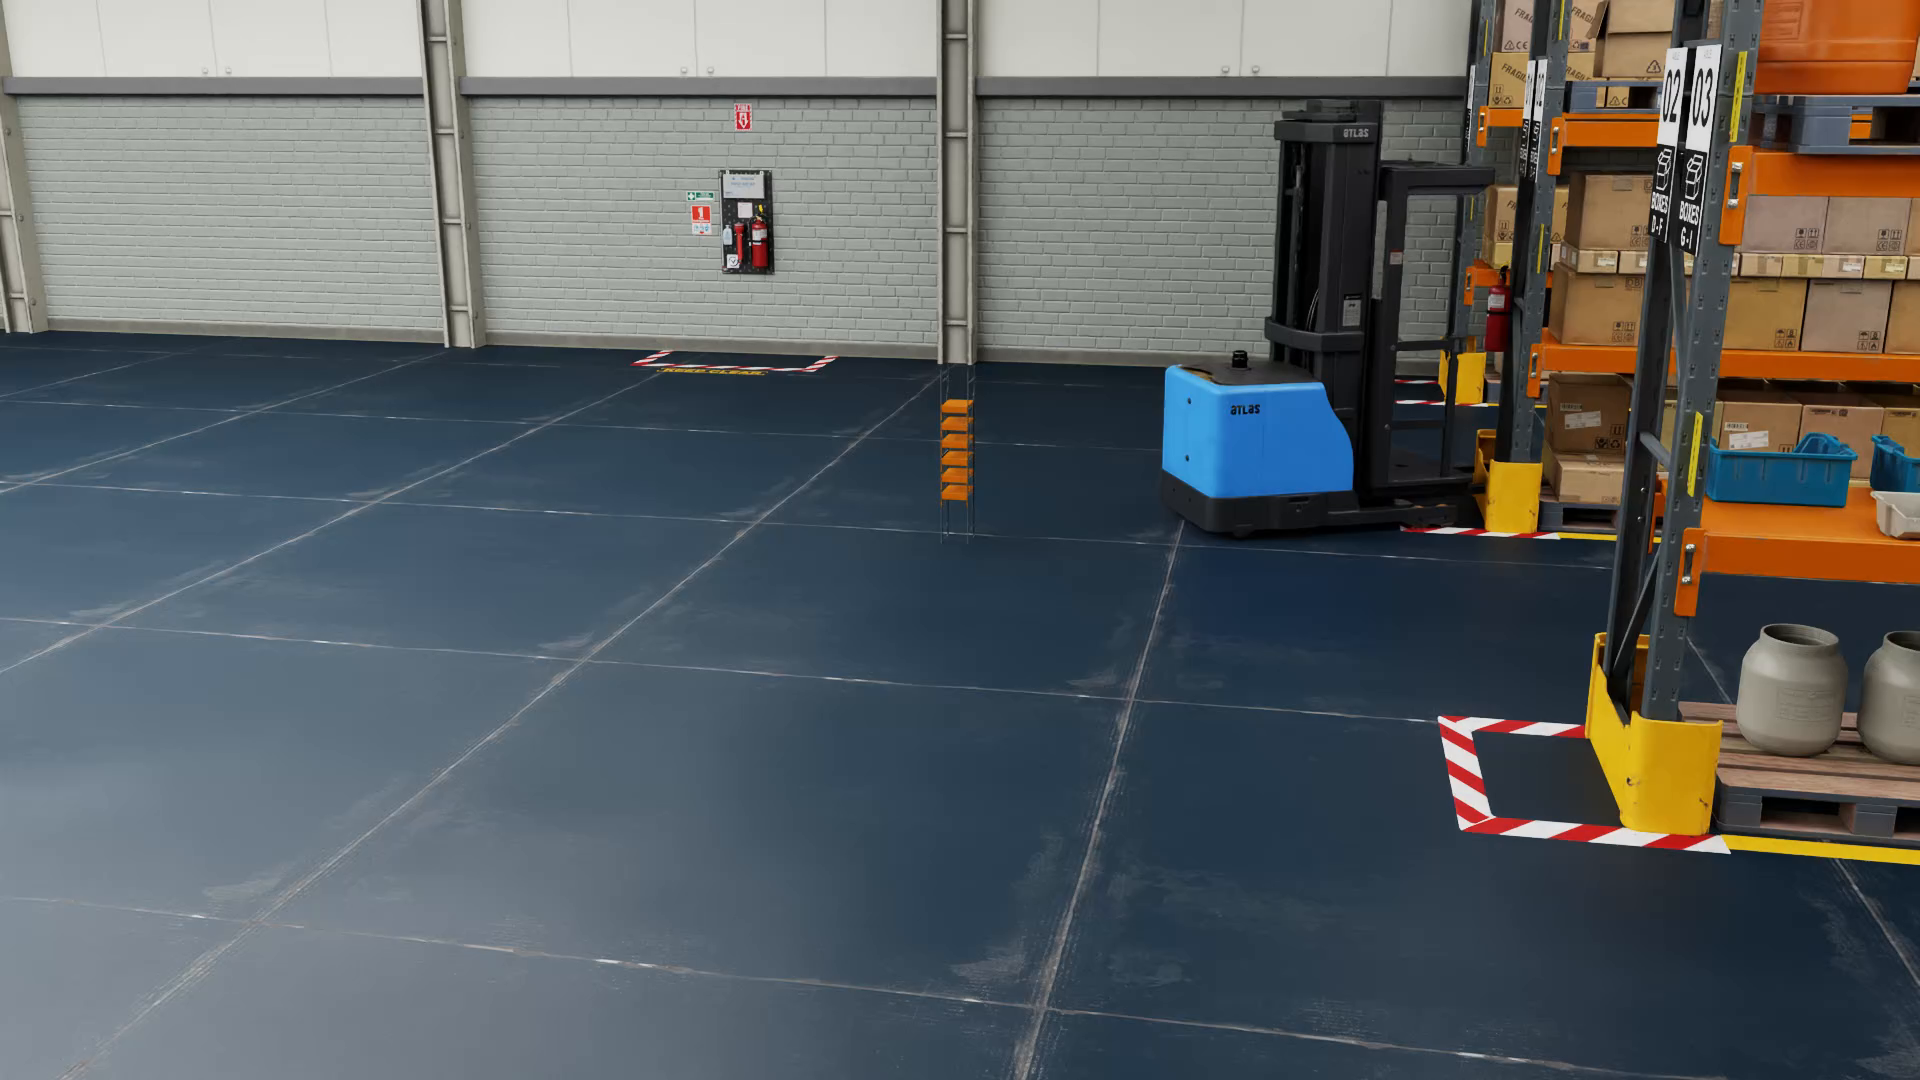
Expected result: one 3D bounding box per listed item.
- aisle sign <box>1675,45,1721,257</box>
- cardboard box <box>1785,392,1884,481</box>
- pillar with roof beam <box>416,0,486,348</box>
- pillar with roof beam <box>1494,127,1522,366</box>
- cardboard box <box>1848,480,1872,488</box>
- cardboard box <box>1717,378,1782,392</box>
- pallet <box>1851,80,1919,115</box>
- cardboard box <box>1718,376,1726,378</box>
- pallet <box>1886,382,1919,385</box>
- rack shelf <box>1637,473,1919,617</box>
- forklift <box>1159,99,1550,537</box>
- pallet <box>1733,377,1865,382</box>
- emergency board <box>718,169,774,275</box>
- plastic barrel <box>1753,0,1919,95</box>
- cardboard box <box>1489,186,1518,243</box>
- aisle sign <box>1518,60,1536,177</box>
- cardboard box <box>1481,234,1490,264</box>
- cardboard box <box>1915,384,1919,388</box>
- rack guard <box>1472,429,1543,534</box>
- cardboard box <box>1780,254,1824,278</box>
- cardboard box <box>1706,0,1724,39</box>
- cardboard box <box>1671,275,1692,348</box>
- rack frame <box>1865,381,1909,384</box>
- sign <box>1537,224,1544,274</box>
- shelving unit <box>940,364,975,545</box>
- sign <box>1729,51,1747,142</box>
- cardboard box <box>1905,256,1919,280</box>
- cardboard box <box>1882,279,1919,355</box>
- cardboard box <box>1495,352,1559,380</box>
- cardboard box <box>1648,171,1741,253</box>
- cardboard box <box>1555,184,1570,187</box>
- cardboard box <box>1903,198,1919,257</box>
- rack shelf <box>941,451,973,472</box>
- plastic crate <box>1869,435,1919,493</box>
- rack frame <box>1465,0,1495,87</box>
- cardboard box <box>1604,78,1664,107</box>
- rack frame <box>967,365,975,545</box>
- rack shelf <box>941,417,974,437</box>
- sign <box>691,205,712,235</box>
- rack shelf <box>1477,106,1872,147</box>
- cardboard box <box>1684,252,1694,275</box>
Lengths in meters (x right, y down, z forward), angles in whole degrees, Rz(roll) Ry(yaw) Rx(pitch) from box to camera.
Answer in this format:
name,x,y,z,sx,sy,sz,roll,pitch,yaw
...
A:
name,x,y,z,sx,sy,sz,roll,pitch,yaw
aisle sign,2.892,-1.530,6.526,0.004,0.787,0.394,3,16,11
cardboard box,5.962,-0.717,11.420,0.500,0.500,0.500,3,16,11
pillar with roof beam,-6.763,-5.534,14.612,0.400,9.000,9.100,3,16,11
pillar with roof beam,4.996,-4.895,12.308,0.400,9.000,9.100,3,16,11
cardboard box,5.963,-0.356,11.521,0.500,0.250,0.500,3,16,11
cardboard box,5.580,-0.884,12.024,0.500,0.500,0.500,3,16,11
pallet,5.899,-2.940,11.032,1.213,0.211,1.003,3,16,11
cardboard box,7.352,-1.657,16.372,0.250,0.149,0.380,2,16,7
pallet,9.678,-1.344,15.948,1.213,0.211,1.003,3,16,11
rack shelf,4.981,0.103,6.848,4.000,0.370,1.077,3,16,11
forklift,3.047,-1.623,11.859,3.031,2.935,1.130,-4,16,-14
pallet,8.250,-1.411,16.192,1.213,0.211,1.003,3,16,11
emergency board,-2.440,-3.591,18.837,0.643,1.169,0.194,3,16,11
plastic barrel,3.523,-2.212,6.649,0.708,0.830,0.600,3,16,11
cardboard box,5.403,-3.136,16.034,0.500,0.500,0.500,3,16,11
aisle sign,4.006,-2.979,11.756,0.004,0.787,0.394,3,16,11
cardboard box,5.492,-2.905,16.603,0.500,0.250,0.500,3,16,12
cardboard box,7.048,-0.802,11.729,0.500,0.500,0.500,3,16,11
rack guard,3.988,-0.442,12.151,0.348,0.500,1.175,3,16,11
cardboard box,5.616,-1.861,11.189,0.250,0.149,0.380,3,16,10
cardboard box,6.977,-4.885,15.792,0.500,0.500,0.500,3,16,11
cardboard box,4.982,-1.639,11.602,0.500,0.500,0.700,4,16,13
rack frame,8.915,-2.729,15.724,0.127,3.000,1.000,3,16,11
sign,3.895,-1.956,11.164,0.005,0.325,0.100,3,16,11
shelving unit,-0.014,-0.579,11.335,0.189,1.200,0.258,3,16,11
sign,2.907,-1.656,6.216,0.005,0.325,0.100,3,16,11
cardboard box,6.379,-1.820,11.040,0.250,0.149,0.380,4,16,13
cardboard box,6.487,-1.557,11.306,0.500,0.500,0.700,3,16,12
cardboard box,5.655,-1.797,16.574,0.500,0.311,0.500,1,16,5
cardboard box,5.035,-2.261,11.419,0.500,0.500,0.700,3,16,10
cardboard box,5.991,-3.241,16.413,0.500,0.500,0.500,3,16,12
cardboard box,6.510,-2.181,11.130,0.500,0.500,0.700,3,16,11
rack shelf,-0.014,-0.536,11.346,0.180,0.103,0.258,3,16,11
plastic crate,4.206,-0.294,7.212,0.408,0.251,0.499,3,16,11
rack frame,4.995,-5.833,15.691,0.127,3.000,1.000,3,16,11
cardboard box,6.302,-4.297,15.542,0.500,0.500,0.500,4,16,14
rack frame,0.075,-0.574,11.317,0.006,1.200,0.240,3,16,11
rack shelf,-0.014,-0.767,11.282,0.180,0.103,0.258,3,16,11
sign,-2.961,-3.665,19.036,0.234,0.329,0.001,3,16,11
rack shelf,6.955,-3.934,15.803,4.000,0.370,1.077,3,16,11
cardboard box,4.857,-1.902,11.337,0.250,0.149,0.380,3,16,11
